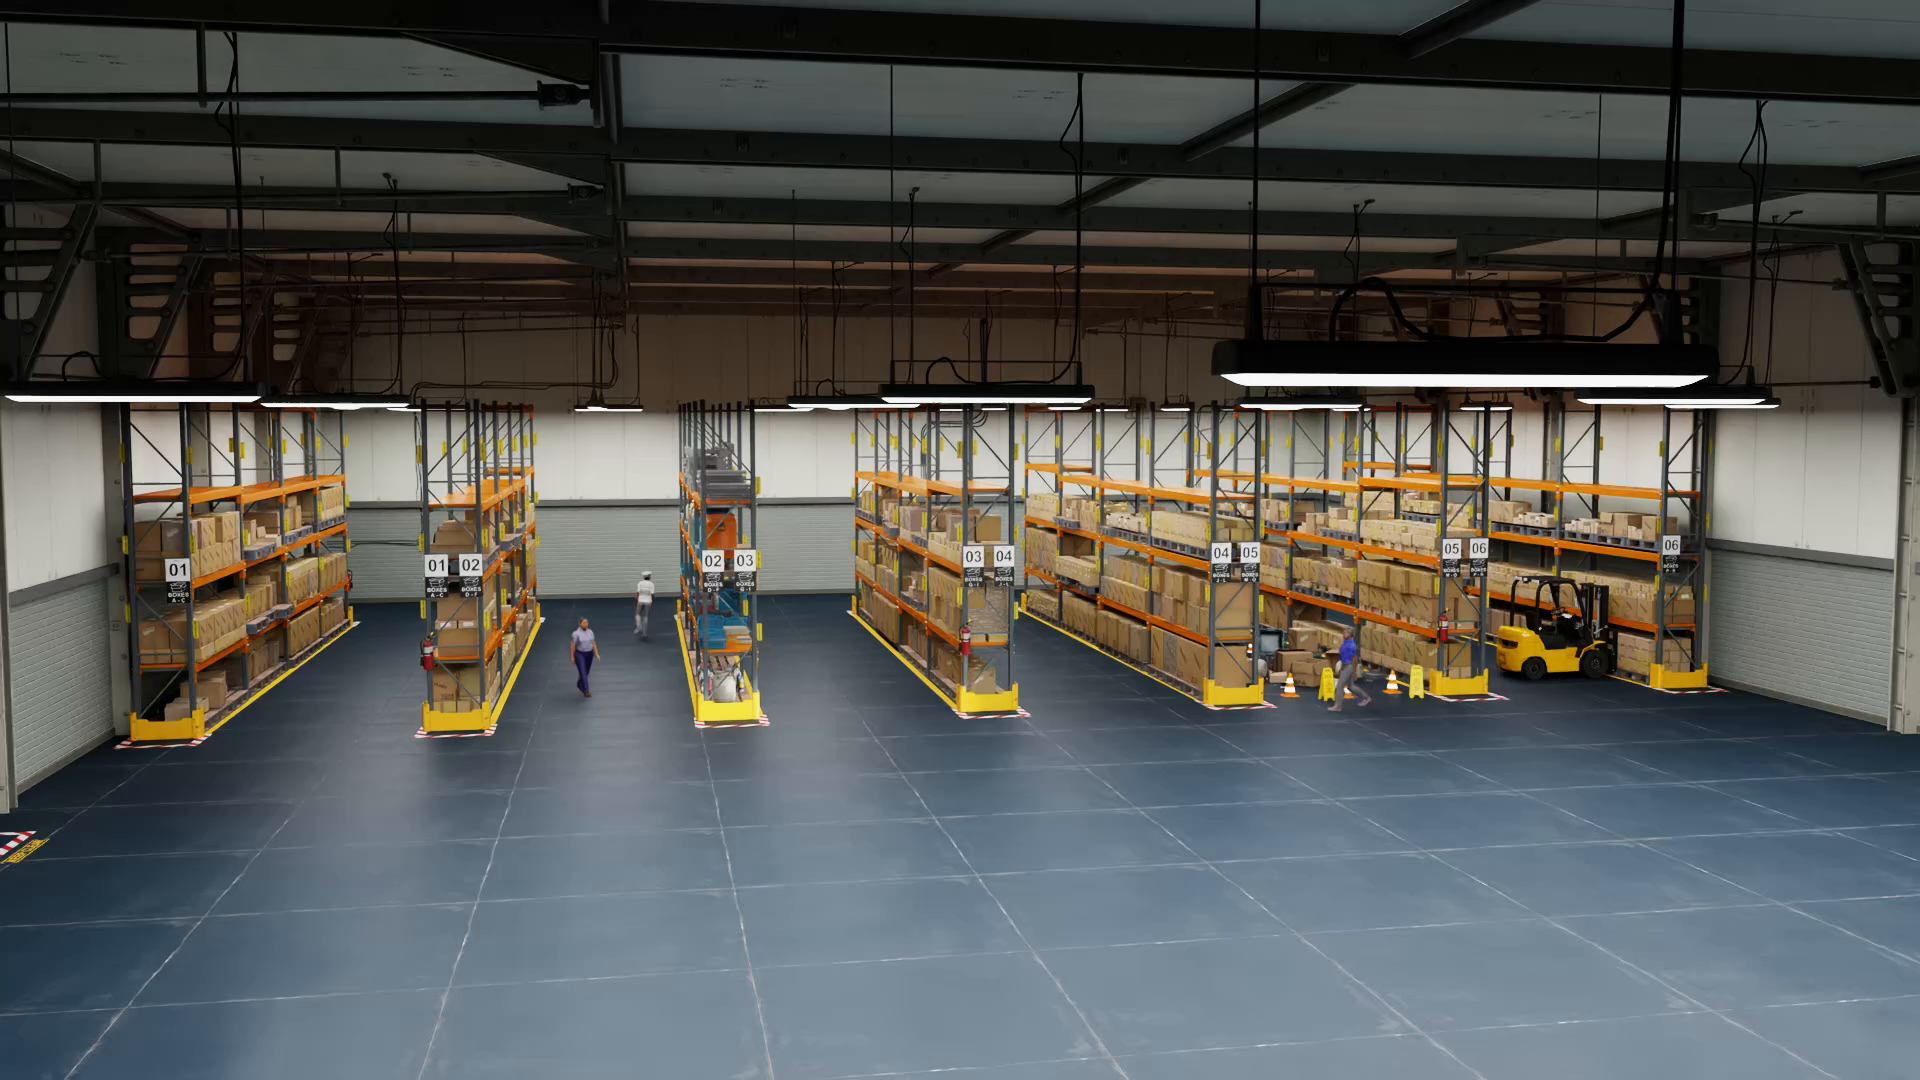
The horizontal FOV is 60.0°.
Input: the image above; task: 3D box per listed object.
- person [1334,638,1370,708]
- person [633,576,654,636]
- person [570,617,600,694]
[{"bbox_3d":[7.576,2.558,32.084,0.778,1.347,0.430,-1,4,-9],"label":"person"},{"bbox_3d":[-8.146,1.656,42.832,0.548,1.660,0.458,0,4,-6],"label":"person"},{"bbox_3d":[-7.698,2.331,33.891,0.533,1.540,0.894,-3,5,-37],"label":"person"}]
